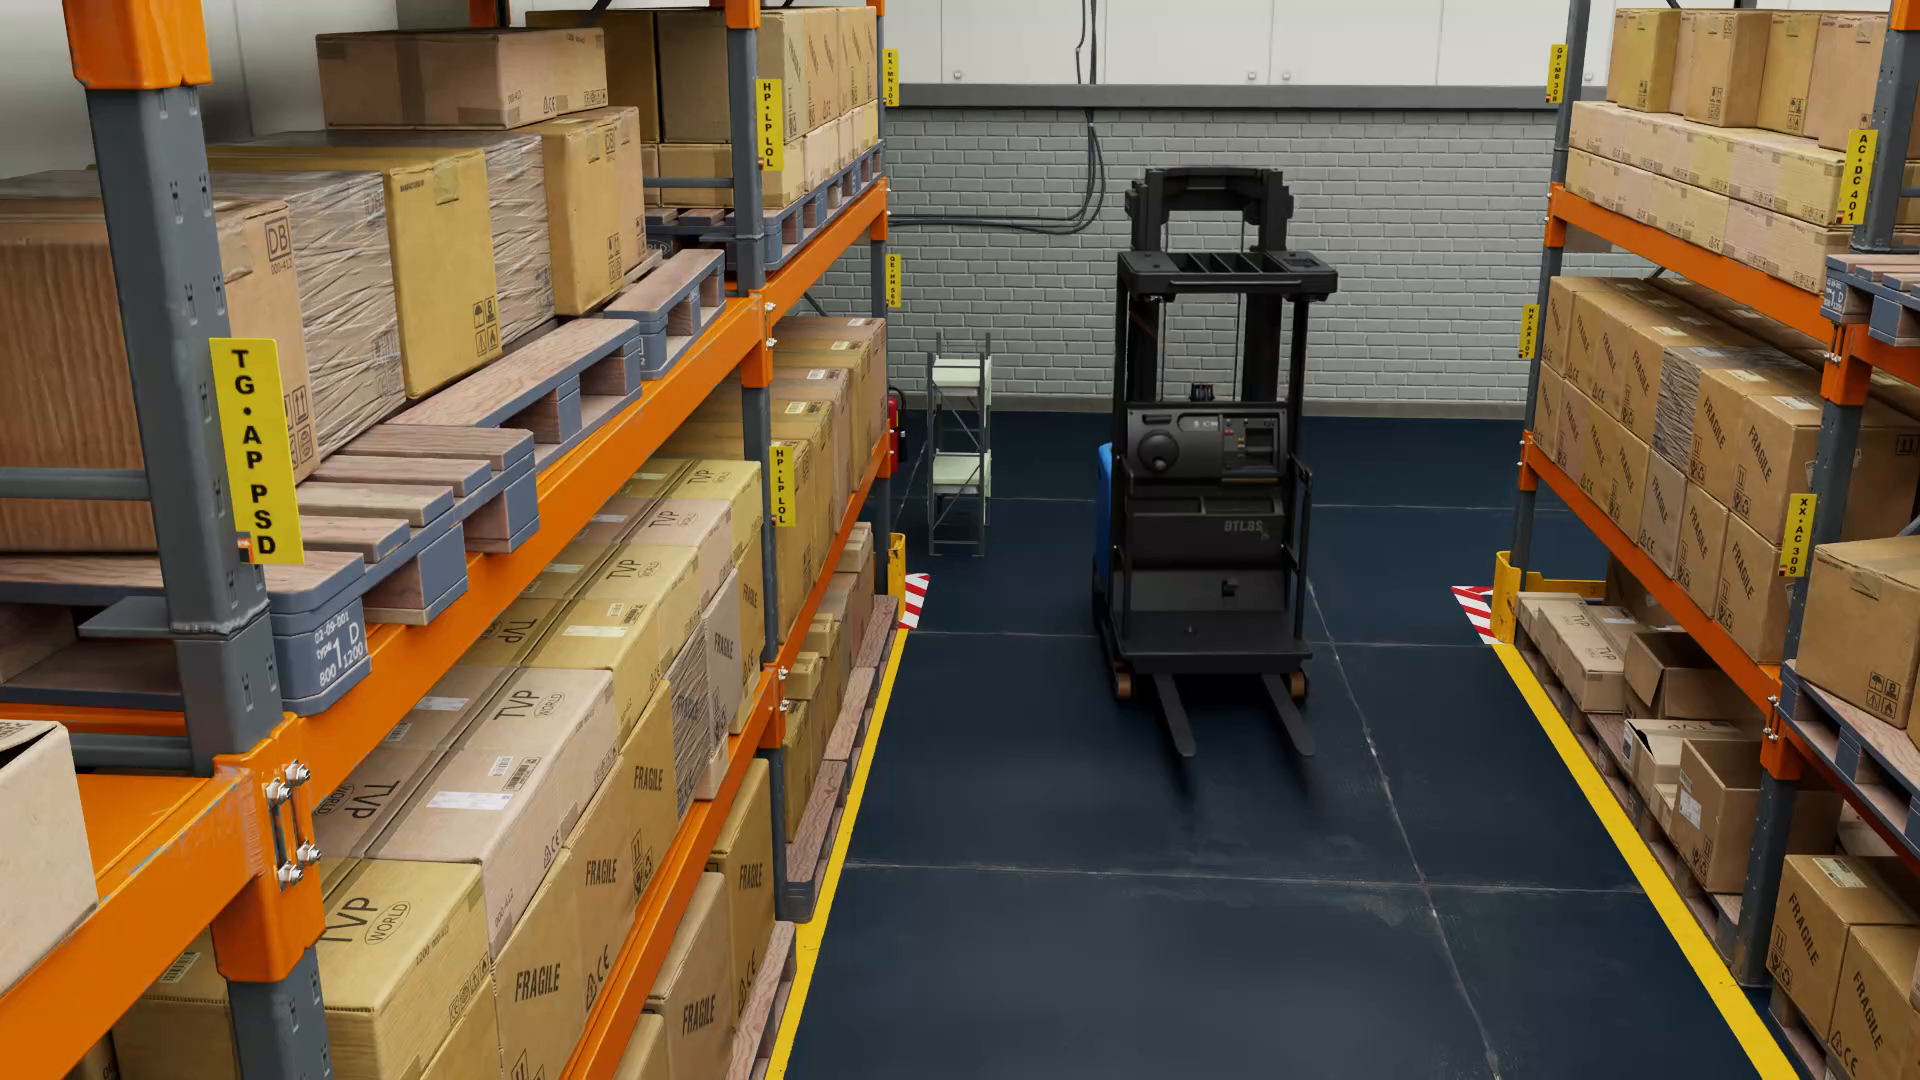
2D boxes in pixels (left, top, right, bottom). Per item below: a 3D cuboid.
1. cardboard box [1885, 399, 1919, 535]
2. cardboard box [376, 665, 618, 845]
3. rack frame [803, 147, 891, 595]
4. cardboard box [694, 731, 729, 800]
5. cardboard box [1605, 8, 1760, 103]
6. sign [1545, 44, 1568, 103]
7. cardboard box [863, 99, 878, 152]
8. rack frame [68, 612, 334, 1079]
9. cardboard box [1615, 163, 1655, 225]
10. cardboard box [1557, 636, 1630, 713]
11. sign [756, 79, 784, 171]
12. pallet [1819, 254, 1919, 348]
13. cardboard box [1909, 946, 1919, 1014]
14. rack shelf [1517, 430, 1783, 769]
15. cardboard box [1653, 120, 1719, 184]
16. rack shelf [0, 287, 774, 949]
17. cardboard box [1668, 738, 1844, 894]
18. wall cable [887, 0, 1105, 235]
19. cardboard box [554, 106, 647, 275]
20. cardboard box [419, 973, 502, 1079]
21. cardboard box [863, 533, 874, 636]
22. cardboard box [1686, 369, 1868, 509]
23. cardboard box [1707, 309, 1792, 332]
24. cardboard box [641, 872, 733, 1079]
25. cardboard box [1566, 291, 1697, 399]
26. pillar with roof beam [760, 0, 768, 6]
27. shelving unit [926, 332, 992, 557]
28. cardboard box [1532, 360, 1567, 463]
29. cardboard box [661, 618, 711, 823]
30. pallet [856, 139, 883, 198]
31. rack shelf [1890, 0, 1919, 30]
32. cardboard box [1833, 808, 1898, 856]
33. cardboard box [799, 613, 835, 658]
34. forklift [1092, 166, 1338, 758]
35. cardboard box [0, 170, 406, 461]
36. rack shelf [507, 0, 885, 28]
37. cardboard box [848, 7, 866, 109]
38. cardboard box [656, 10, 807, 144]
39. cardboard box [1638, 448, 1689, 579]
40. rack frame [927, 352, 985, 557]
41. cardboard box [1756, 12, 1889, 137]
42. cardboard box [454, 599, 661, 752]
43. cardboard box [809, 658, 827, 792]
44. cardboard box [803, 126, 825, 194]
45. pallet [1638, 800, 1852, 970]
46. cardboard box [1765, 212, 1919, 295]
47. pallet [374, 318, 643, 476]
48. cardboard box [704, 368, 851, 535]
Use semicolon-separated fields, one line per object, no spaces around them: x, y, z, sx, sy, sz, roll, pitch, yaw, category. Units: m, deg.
4.015;-0.258;6.627;0.500;0.500;0.500;2;18;5;cardboard box
-1.168;0.525;4.128;0.500;0.250;0.500;1;18;4;cardboard box
-0.954;-0.947;10.496;1.000;3.000;0.127;1;18;4;rack frame
-1.001;0.758;5.663;0.380;0.149;0.250;1;18;4;cardboard box
3.967;-2.626;9.036;0.700;0.500;0.500;1;18;4;cardboard box
3.446;-2.691;9.596;0.100;0.325;0.005;1;18;4;sign
-0.741;-2.315;9.259;0.500;0.250;0.500;2;18;6;cardboard box
-1.527;1.538;2.913;1.000;3.000;0.127;1;18;4;rack frame
3.614;-1.728;8.302;0.500;0.250;0.500;1;18;4;cardboard box
3.594;0.733;9.078;0.500;0.250;0.500;1;18;4;cardboard box
-0.698;-1.516;6.081;0.100;0.325;0.005;1;18;4;sign
3.584;-0.731;5.320;1.213;0.211;1.003;1;18;4;pallet
3.351;1.482;5.185;0.500;0.250;0.500;1;18;4;cardboard box
3.844;0.125;8.379;1.077;0.370;4.000;1;18;4;rack shelf
3.579;-1.810;7.750;0.500;0.250;0.500;1;18;4;cardboard box
-1.384;-0.167;4.454;1.077;0.370;4.000;1;18;4;rack shelf
3.459;1.200;7.251;0.500;0.500;0.500;1;18;4;cardboard box
-0.192;-4.071;15.382;3.097;2.526;0.112;1;18;4;wall cable
-1.413;-1.116;5.327;0.700;0.500;0.500;0;18;1;cardboard box
-1.237;1.194;3.291;0.500;0.500;0.500;2;18;6;cardboard box
-0.904;0.261;10.150;0.700;0.500;0.500;1;18;4;cardboard box
3.513;-0.440;7.182;0.500;0.500;0.500;1;18;3;cardboard box
4.162;-0.898;8.580;0.500;0.500;0.500;2;18;5;cardboard box
-1.218;1.598;5.507;0.750;0.750;0.750;2;18;6;cardboard box
3.663;-1.066;9.092;0.500;0.500;0.500;1;18;4;cardboard box
2.671;-4.560;11.887;9.100;9.000;0.400;1;18;4;pillar with roof beam
0.000;-0.711;12.183;0.431;1.500;0.755;1;18;4;shelving unit
3.693;-0.753;9.744;0.500;0.500;0.500;2;18;5;cardboard box
-1.093;0.560;5.225;0.500;0.500;0.500;1;18;4;cardboard box
-0.996;-2.100;9.339;1.003;0.211;1.213;1;18;4;pallet
3.557;-1.293;3.715;1.077;0.370;4.000;1;18;4;rack shelf
3.947;1.348;7.104;0.500;0.311;0.500;1;18;4;cardboard box
-0.841;0.481;8.436;0.380;0.149;0.250;1;18;2;cardboard box
1.436;-0.563;9.436;1.130;2.935;3.031;0;18;-1;forklift
-1.564;-0.462;3.332;0.700;0.500;0.500;0;18;1;cardboard box
-1.097;-2.645;7.841;1.077;0.370;4.000;1;18;4;rack shelf
-0.781;-2.516;8.669;0.500;0.500;0.500;2;18;6;cardboard box
-0.910;-1.878;6.720;0.500;0.500;0.500;1;18;3;cardboard box
3.551;-0.124;7.822;0.500;0.500;0.500;2;18;5;cardboard box
-0.027;-0.597;11.836;0.400;1.500;0.023;1;18;4;rack frame
3.905;-2.003;7.135;0.700;0.500;0.500;1;18;4;cardboard box
-1.137;0.367;4.612;0.500;0.250;0.500;1;18;3;cardboard box
-1.045;0.898;8.206;0.700;0.500;0.500;1;18;3;cardboard box
-0.877;-1.673;7.299;0.500;0.250;0.500;1;18;3;cardboard box
3.751;1.517;7.456;1.003;0.211;1.213;1;18;4;pallet
3.470;-1.106;6.406;0.500;0.250;0.500;1;18;4;cardboard box
-1.457;-0.347;4.150;1.003;0.211;1.213;2;18;6;pallet
-1.085;-0.468;8.553;0.980;0.700;0.700;0;18;1;cardboard box
